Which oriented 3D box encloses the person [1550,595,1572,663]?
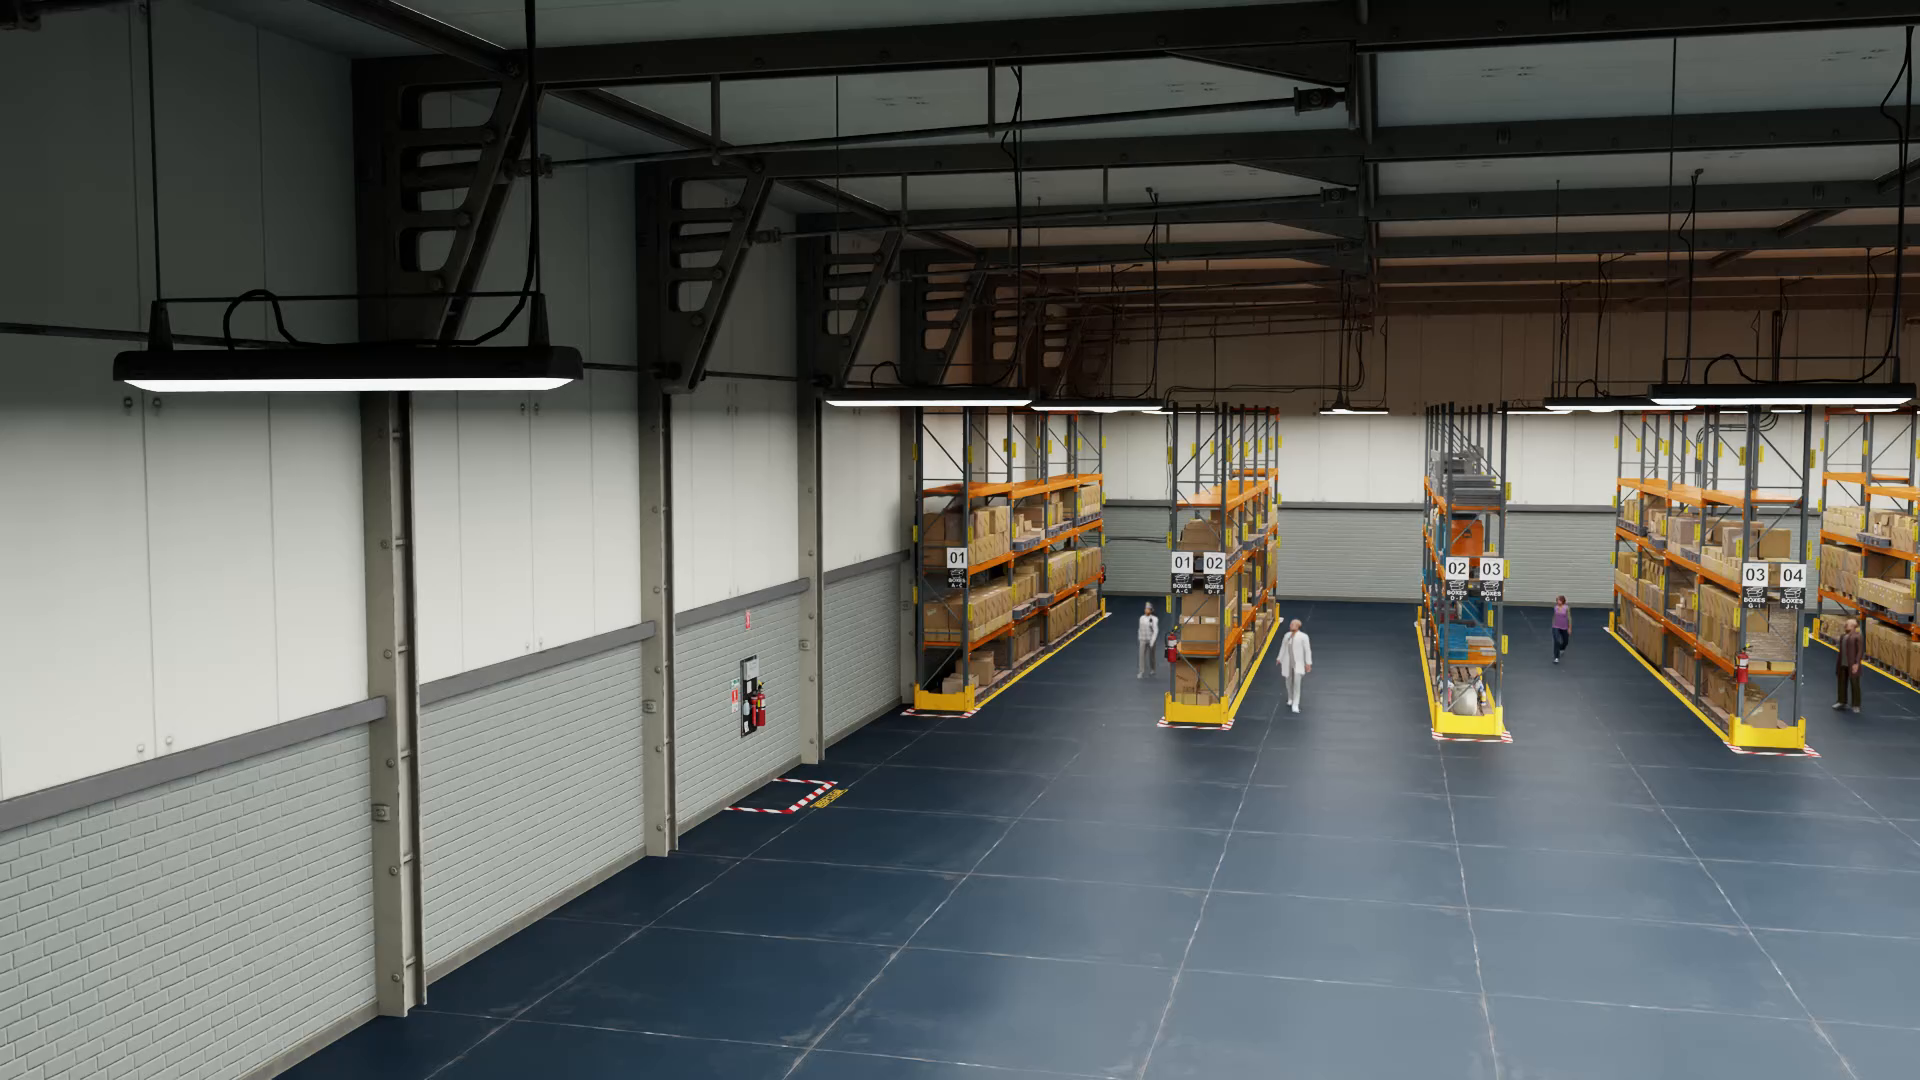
[{"bbox_3d":[14.024,2.060,38.859,0.460,1.568,0.637,1,4,8],"label":"person"}]

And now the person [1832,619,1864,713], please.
[{"bbox_3d":[17.363,2.455,32.483,0.415,1.822,0.590,-3,5,-31],"label":"person"}]

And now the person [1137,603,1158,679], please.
[{"bbox_3d":[4.103,2.189,36.407,0.488,1.625,0.992,1,4,18],"label":"person"}]

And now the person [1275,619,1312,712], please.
[{"bbox_3d":[6.546,2.432,32.625,0.701,1.741,1.033,1,4,18],"label":"person"}]
